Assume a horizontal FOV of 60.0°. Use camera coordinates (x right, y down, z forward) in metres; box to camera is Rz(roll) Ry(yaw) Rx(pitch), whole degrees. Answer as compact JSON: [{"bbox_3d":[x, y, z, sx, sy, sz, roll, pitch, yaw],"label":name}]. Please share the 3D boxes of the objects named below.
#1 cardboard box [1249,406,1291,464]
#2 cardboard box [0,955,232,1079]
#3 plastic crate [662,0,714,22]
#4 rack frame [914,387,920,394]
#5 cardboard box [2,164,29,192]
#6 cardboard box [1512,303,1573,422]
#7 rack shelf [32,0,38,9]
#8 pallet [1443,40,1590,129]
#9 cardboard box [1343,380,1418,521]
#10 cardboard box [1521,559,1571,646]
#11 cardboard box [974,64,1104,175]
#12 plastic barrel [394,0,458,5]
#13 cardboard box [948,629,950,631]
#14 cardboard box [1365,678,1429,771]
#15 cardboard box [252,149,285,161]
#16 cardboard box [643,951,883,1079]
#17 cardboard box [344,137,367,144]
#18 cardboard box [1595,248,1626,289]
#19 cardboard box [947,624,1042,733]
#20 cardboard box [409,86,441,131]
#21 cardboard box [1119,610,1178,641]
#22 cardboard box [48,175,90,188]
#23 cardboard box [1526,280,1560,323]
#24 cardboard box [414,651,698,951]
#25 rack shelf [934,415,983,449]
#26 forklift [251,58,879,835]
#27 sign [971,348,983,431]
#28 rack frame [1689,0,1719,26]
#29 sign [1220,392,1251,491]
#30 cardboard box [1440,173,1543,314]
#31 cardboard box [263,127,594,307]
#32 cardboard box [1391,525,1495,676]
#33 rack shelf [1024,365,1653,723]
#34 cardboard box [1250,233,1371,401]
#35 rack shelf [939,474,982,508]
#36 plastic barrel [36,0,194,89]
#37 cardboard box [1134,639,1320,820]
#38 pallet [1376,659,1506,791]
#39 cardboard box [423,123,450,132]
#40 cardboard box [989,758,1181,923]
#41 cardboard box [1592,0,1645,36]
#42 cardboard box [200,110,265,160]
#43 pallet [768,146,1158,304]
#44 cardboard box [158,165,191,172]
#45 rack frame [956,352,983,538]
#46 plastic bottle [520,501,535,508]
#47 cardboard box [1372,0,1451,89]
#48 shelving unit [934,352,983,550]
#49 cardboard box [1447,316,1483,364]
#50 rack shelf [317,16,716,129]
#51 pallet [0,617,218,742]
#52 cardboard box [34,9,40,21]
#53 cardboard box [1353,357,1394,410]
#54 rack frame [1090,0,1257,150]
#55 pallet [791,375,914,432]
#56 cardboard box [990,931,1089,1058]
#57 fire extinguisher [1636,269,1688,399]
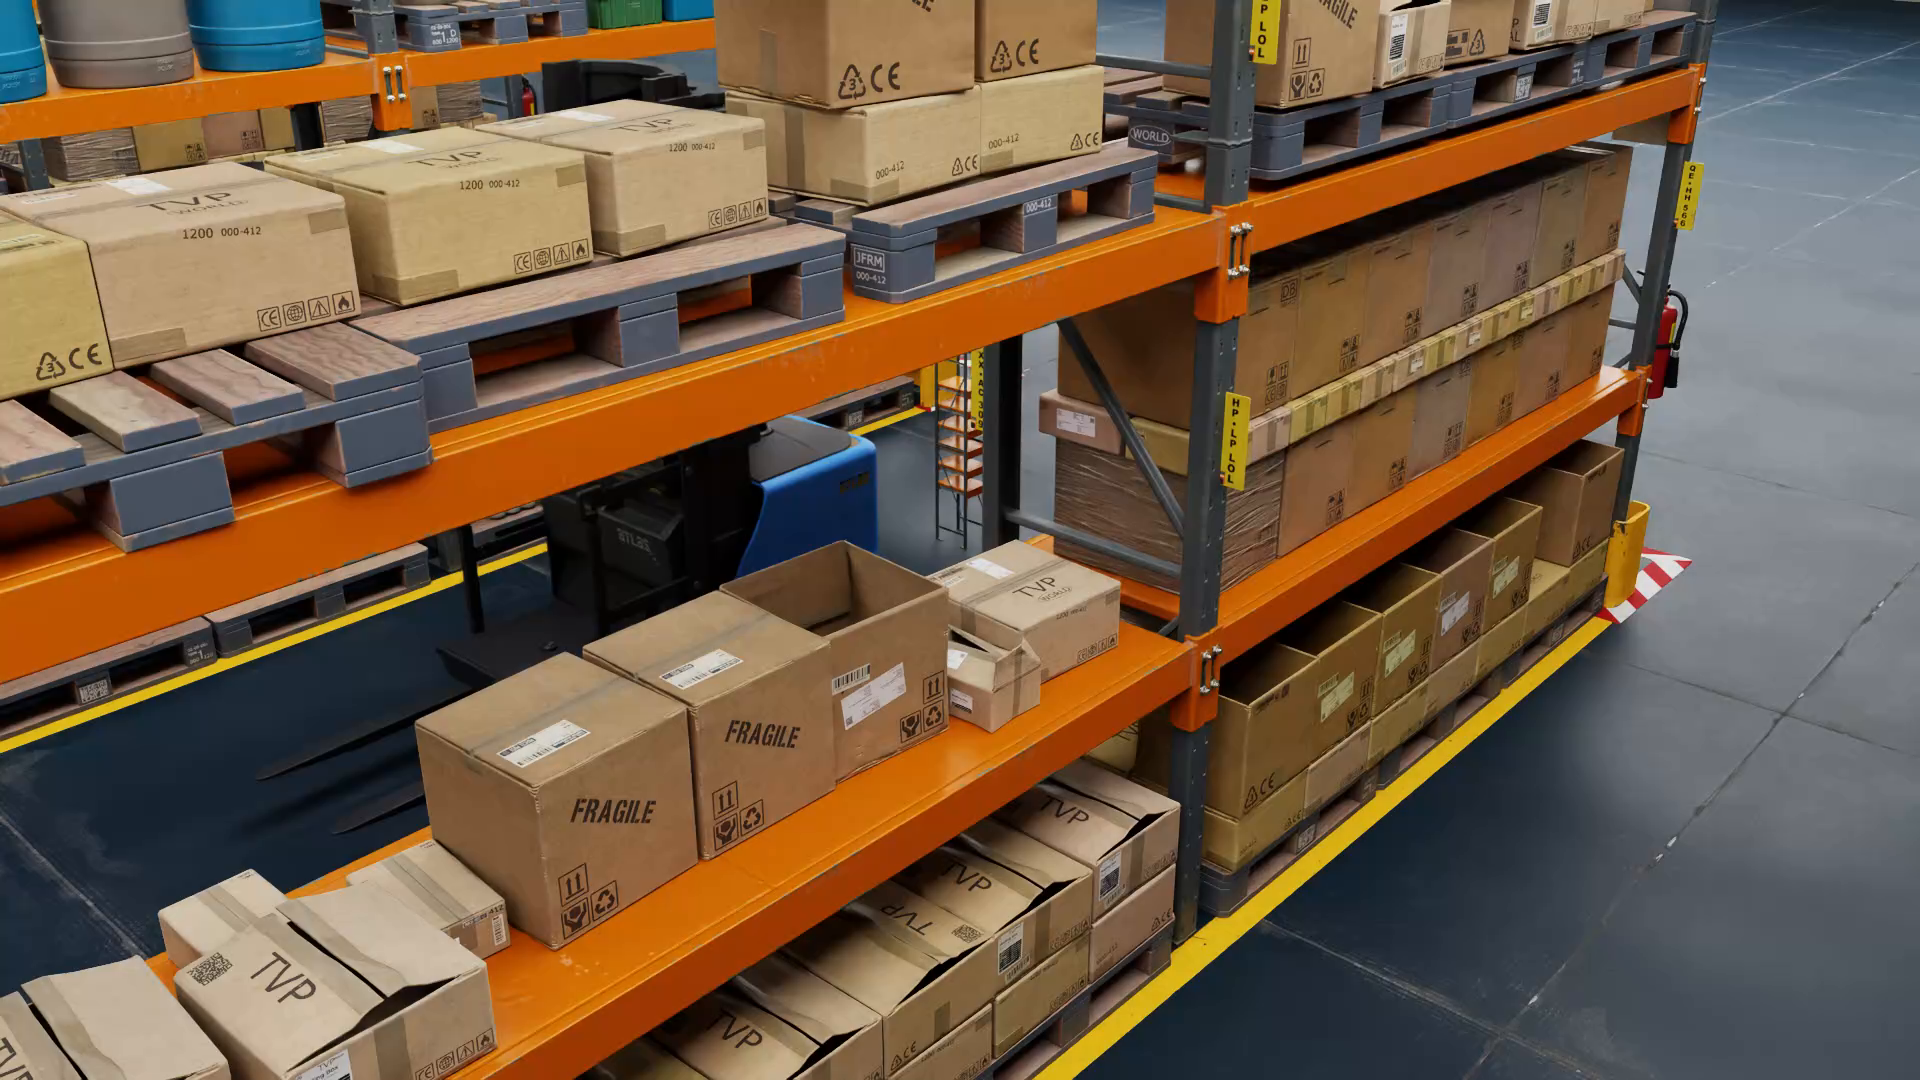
[{"bbox_3d":[0.985,-0.425,6.117,0.380,0.149,0.250,21,31,38],"label":"cardboard box"},{"bbox_3d":[-1.900,1.182,3.555,0.500,0.311,0.500,-22,32,-40],"label":"cardboard box"},{"bbox_3d":[-1.571,-3.249,9.682,0.392,0.384,0.575,20,31,38],"label":"plastic crate"},{"bbox_3d":[-0.523,-2.550,11.772,1.000,3.000,0.127,20,31,38],"label":"rack frame"},{"bbox_3d":[-6.956,-2.715,12.447,0.380,0.149,0.250,20,31,38],"label":"cardboard box"},{"bbox_3d":[2.496,-0.942,8.063,0.700,0.500,0.500,21,32,39],"label":"cardboard box"},{"bbox_3d":[-5.546,-4.334,12.963,1.077,0.370,4.000,20,31,38],"label":"rack shelf"},{"bbox_3d":[1.858,-1.943,6.860,1.003,0.211,1.213,20,31,38],"label":"pallet"},{"bbox_3d":[1.470,-0.475,7.020,0.700,0.500,0.500,21,31,38],"label":"cardboard box"},{"bbox_3d":[2.701,0.266,8.338,0.500,0.250,0.500,20,31,38],"label":"cardboard box"},{"bbox_3d":[0.076,-1.285,4.953,0.500,0.250,0.500,-20,31,-38],"label":"cardboard box"},{"bbox_3d":[-2.758,-3.021,8.504,0.421,0.512,0.421,0,24,0],"label":"plastic barrel"},{"bbox_3d":[-0.250,0.351,5.608,0.380,0.149,0.250,20,31,38],"label":"cardboard box"},{"bbox_3d":[1.704,0.725,7.315,0.500,0.250,0.500,20,31,38],"label":"cardboard box"},{"bbox_3d":[-5.522,-3.014,13.112,0.380,0.149,0.250,20,31,38],"label":"cardboard box"},{"bbox_3d":[-0.578,1.495,4.912,0.500,0.311,0.500,20,31,37],"label":"cardboard box"},{"bbox_3d":[-5.069,-3.260,13.661,0.380,0.149,0.250,20,31,38],"label":"cardboard box"},{"bbox_3d":[3.051,-1.370,8.224,0.380,0.149,0.250,20,31,37],"label":"cardboard box"},{"bbox_3d":[0.044,0.401,5.353,0.396,0.266,0.258,19,31,36],"label":"cardboard box"},{"bbox_3d":[-4.843,-3.739,13.937,0.875,0.500,0.500,20,31,38],"label":"cardboard box"},{"bbox_3d":[0.983,0.393,7.139,0.500,0.500,0.500,20,31,38],"label":"cardboard box"},{"bbox_3d":[-6.513,-2.553,12.084,0.380,0.149,0.250,20,31,38],"label":"cardboard box"},{"bbox_3d":[2.537,-1.136,7.702,0.380,0.149,0.250,21,31,38],"label":"cardboard box"},{"bbox_3d":[-1.068,0.679,4.446,0.500,0.500,0.500,18,30,35],"label":"cardboard box"},{"bbox_3d":[0.010,-0.621,9.483,0.258,0.103,0.180,20,31,38],"label":"rack shelf"},{"bbox_3d":[-1.742,-0.522,7.332,1.130,2.935,3.031,20,31,37],"label":"forklift"},{"bbox_3d":[0.080,-0.560,6.178,0.100,0.325,0.005,20,31,38],"label":"sign"},{"bbox_3d":[3.164,-3.934,7.525,1.000,3.000,0.127,20,31,38],"label":"rack frame"},{"bbox_3d":[0.905,-0.325,5.490,0.100,0.325,0.005,20,31,38],"label":"sign"},{"bbox_3d":[2.125,-1.364,7.418,0.700,0.500,0.500,20,31,38],"label":"cardboard box"},{"bbox_3d":[-1.188,-0.741,3.739,0.500,0.250,0.500,19,31,37],"label":"cardboard box"},{"bbox_3d":[2.036,0.229,7.503,0.500,0.500,0.500,20,31,38],"label":"cardboard box"},{"bbox_3d":[1.829,-0.259,7.541,1.077,0.370,4.000,20,31,38],"label":"rack shelf"},{"bbox_3d":[1.122,-0.907,6.398,0.700,0.500,0.500,20,31,37],"label":"cardboard box"},{"bbox_3d":[0.010,-0.292,9.631,0.258,0.103,0.180,20,31,38],"label":"rack shelf"},{"bbox_3d":[-3.806,-2.516,7.415,0.600,0.901,0.600,0,24,0],"label":"plastic barrel"},{"bbox_3d":[1.037,0.687,6.482,0.500,0.500,0.500,20,31,38],"label":"cardboard box"},{"bbox_3d":[1.870,0.690,7.953,1.003,0.211,1.213,20,31,38],"label":"pallet"},{"bbox_3d":[-4.543,-3.479,14.149,0.380,0.149,0.250,20,31,38],"label":"cardboard box"},{"bbox_3d":[0.437,1.031,5.947,0.500,0.311,0.500,20,31,38],"label":"cardboard box"},{"bbox_3d":[2.592,-2.330,7.112,0.500,0.250,0.500,20,31,38],"label":"cardboard box"},{"bbox_3d":[-5.916,-3.308,12.976,0.875,0.500,0.500,20,31,38],"label":"cardboard box"},{"bbox_3d":[-0.085,-0.987,4.853,0.805,0.209,1.217,19,30,36],"label":"pallet"},{"bbox_3d":[-6.031,-2.788,12.609,0.380,0.149,0.250,20,31,38],"label":"cardboard box"},{"bbox_3d":[0.071,-0.580,9.577,0.240,1.200,0.006,20,31,38],"label":"rack frame"},{"bbox_3d":[-2.517,-0.295,9.624,0.097,0.201,0.097,0,24,0],"label":"plastic bottle"},{"bbox_3d":[1.387,-1.808,5.873,0.500,0.311,0.500,18,30,35],"label":"cardboard box"},{"bbox_3d":[0.010,-0.552,9.514,0.258,1.200,0.189,20,31,38],"label":"shelving unit"},{"bbox_3d":[2.017,-0.897,7.169,0.380,0.149,0.250,20,31,37],"label":"cardboard box"},{"bbox_3d":[-1.857,-2.981,9.946,1.077,0.370,4.000,20,31,38],"label":"rack shelf"},{"bbox_3d":[-4.502,0.564,8.234,1.003,0.211,1.213,20,31,38],"label":"pallet"},{"bbox_3d":[-9.144,-5.223,16.230,0.875,0.550,0.500,20,31,38],"label":"cardboard box"},{"bbox_3d":[1.499,-0.660,6.641,0.380,0.149,0.250,19,30,36],"label":"cardboard box"},{"bbox_3d":[0.494,-2.715,4.807,1.000,3.000,0.127,20,31,38],"label":"rack frame"},{"bbox_3d":[-1.084,-0.996,11.713,1.003,0.211,1.213,20,31,38],"label":"pallet"},{"bbox_3d":[0.094,1.444,5.710,0.500,0.250,0.500,20,31,37],"label":"cardboard box"},{"bbox_3d":[3.589,-1.071,8.566,0.296,0.674,0.183,20,31,38],"label":"fire extinguisher"}]
